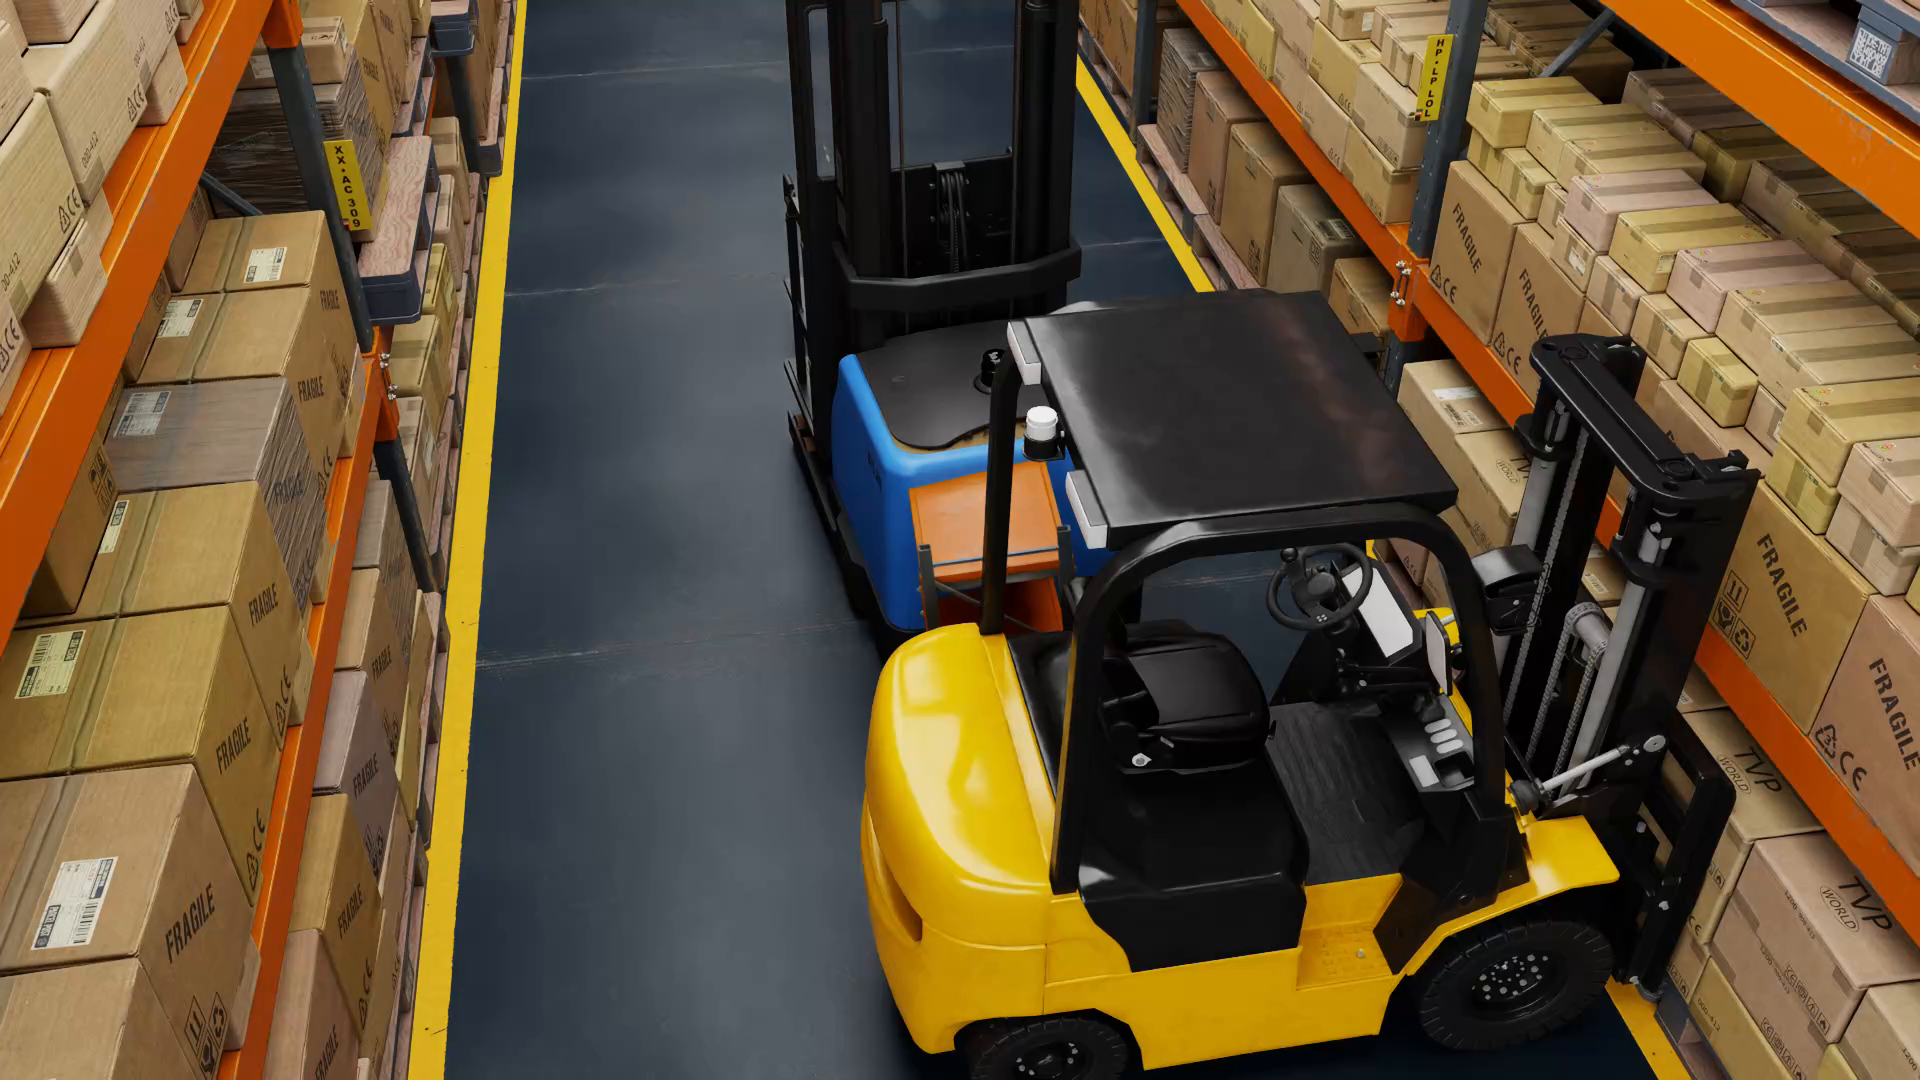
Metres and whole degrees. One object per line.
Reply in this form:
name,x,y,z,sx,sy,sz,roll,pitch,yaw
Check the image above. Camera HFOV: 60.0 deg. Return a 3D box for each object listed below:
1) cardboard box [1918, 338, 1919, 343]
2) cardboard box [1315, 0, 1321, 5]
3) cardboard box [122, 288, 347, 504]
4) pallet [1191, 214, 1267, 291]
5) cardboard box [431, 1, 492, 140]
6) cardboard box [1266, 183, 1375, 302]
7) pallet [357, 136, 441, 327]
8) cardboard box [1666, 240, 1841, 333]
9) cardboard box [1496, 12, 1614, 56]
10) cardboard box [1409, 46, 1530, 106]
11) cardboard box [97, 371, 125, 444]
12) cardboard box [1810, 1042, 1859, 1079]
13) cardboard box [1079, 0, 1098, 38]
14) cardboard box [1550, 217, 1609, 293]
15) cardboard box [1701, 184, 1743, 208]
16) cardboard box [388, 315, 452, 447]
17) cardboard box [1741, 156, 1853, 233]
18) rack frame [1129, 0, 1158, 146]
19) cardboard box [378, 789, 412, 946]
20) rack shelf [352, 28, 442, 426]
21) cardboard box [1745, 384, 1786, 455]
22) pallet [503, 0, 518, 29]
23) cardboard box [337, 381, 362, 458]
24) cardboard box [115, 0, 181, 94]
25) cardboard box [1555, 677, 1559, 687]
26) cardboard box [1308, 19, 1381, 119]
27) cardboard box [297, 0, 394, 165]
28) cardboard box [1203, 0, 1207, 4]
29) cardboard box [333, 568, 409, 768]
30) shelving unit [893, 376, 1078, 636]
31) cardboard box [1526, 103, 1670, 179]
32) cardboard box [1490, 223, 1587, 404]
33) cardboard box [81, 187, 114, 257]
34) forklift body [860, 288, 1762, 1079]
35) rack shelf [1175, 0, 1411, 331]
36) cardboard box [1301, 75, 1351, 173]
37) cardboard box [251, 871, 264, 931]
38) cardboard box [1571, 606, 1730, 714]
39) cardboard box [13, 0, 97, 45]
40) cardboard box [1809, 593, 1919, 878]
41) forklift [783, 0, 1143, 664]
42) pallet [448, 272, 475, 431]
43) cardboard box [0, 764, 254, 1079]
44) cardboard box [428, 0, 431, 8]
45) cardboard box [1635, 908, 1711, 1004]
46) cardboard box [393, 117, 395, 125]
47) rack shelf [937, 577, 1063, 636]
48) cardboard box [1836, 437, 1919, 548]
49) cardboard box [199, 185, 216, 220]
cardboard box,2.884,-0.493,4.587,0.380,0.149,0.250,-6,38,-8
cardboard box,1.781,-2.428,7.320,0.380,0.149,0.250,-7,38,-9
cardboard box,-2.192,-0.402,4.998,0.500,0.500,0.500,-5,38,-6
pallet,1.889,-1.411,8.894,1.003,0.211,1.213,-6,38,-8
cardboard box,-3.353,-2.966,10.012,0.875,0.875,0.875,-7,38,-8
cardboard box,2.043,-1.345,8.129,0.875,0.625,0.625,-7,38,-8
pallet,-2.603,-1.198,6.504,1.003,0.211,1.213,-6,38,-8
cardboard box,2.342,-0.752,4.920,0.380,0.149,0.250,-6,38,-8
cardboard box,2.428,-2.032,6.810,0.380,0.149,0.250,-7,38,-9
cardboard box,1.996,-1.811,6.526,0.380,0.149,0.250,-5,38,-6
cardboard box,-2.619,-0.443,4.236,0.700,0.500,0.500,-7,38,-9
cardboard box,2.582,1.545,4.307,0.500,0.250,0.500,-7,38,-9
cardboard box,1.115,-3.779,11.365,0.500,0.500,0.500,-5,38,-6
cardboard box,2.161,-0.940,5.405,0.380,0.149,0.250,-5,38,-7
cardboard box,2.700,-1.154,5.680,0.380,0.149,0.250,-5,38,-7
cardboard box,-2.836,-0.675,7.474,0.950,0.372,0.625,-4,38,-5
cardboard box,2.796,-1.127,5.403,0.380,0.149,0.250,-7,38,-9
rack frame,1.573,-3.749,9.631,1.000,3.000,0.127,-6,38,-8
cardboard box,-2.056,1.080,5.314,0.500,0.250,0.500,-6,38,-7
rack shelf,-2.963,-1.721,7.606,1.077,0.370,4.000,-6,38,-8
cardboard box,2.435,-0.325,4.613,0.380,0.149,0.250,-6,38,-8
pallet,-3.805,-4.070,12.316,1.003,0.211,1.213,-6,38,-8
cardboard box,-2.205,-0.386,5.507,0.380,0.149,0.250,-5,38,-7
cardboard box,-2.105,-1.187,3.768,0.500,0.250,0.500,-7,38,-9
cardboard box,2.222,0.324,5.880,0.500,0.250,0.500,-7,38,-8
cardboard box,1.839,-2.050,7.159,0.500,0.250,0.500,-7,38,-9
cardboard box,-2.500,-1.736,6.373,0.500,0.500,0.500,-6,38,-8
cardboard box,1.493,-3.091,8.906,0.500,0.250,0.500,-7,38,-9
cardboard box,-2.153,0.463,5.497,0.500,0.500,0.500,-6,38,-7
shelving unit,0.101,0.120,6.144,0.538,1.125,1.048,-8,38,-2
cardboard box,2.190,-1.375,5.723,0.380,0.149,0.250,-6,38,-7
cardboard box,2.202,-0.764,5.706,0.500,0.500,0.500,-6,38,-7
cardboard box,-1.966,-0.636,3.384,0.380,0.149,0.250,-7,38,-9
forklift body,0.847,0.469,4.893,2.313,2.155,1.214,-6,38,-8
rack shelf,1.923,-2.257,8.296,1.077,0.370,4.000,-6,38,-8
cardboard box,1.835,-1.853,7.313,0.500,0.250,0.500,-6,38,-8
cardboard box,-1.869,0.860,3.903,0.380,0.149,0.250,-5,38,-7
cardboard box,2.313,0.445,5.316,0.500,0.250,0.500,-7,38,-9
cardboard box,-1.976,-1.103,3.335,0.380,0.149,0.250,-6,38,-7
cardboard box,2.549,0.460,4.131,0.500,0.500,0.500,-5,38,-7
forklift,-0.172,-1.528,6.828,1.130,2.935,3.031,-10,39,-13
pallet,-2.967,-0.904,8.242,1.003,0.211,1.213,-6,38,-8
cardboard box,-1.815,0.834,3.408,0.500,0.500,0.500,-5,38,-7
cardboard box,-2.781,-2.652,8.082,0.380,0.149,0.250,-8,39,-10
cardboard box,2.425,1.149,5.225,0.500,0.250,0.500,-6,38,-7
cardboard box,-2.603,-1.855,7.056,0.380,0.149,0.250,-6,38,-8
rack shelf,0.121,0.311,6.296,0.538,0.278,1.000,-8,38,-2
cardboard box,2.433,-0.128,4.117,0.380,0.149,0.250,-5,38,-7
cardboard box,-2.919,-1.374,5.907,0.500,0.500,0.500,-7,38,-9
